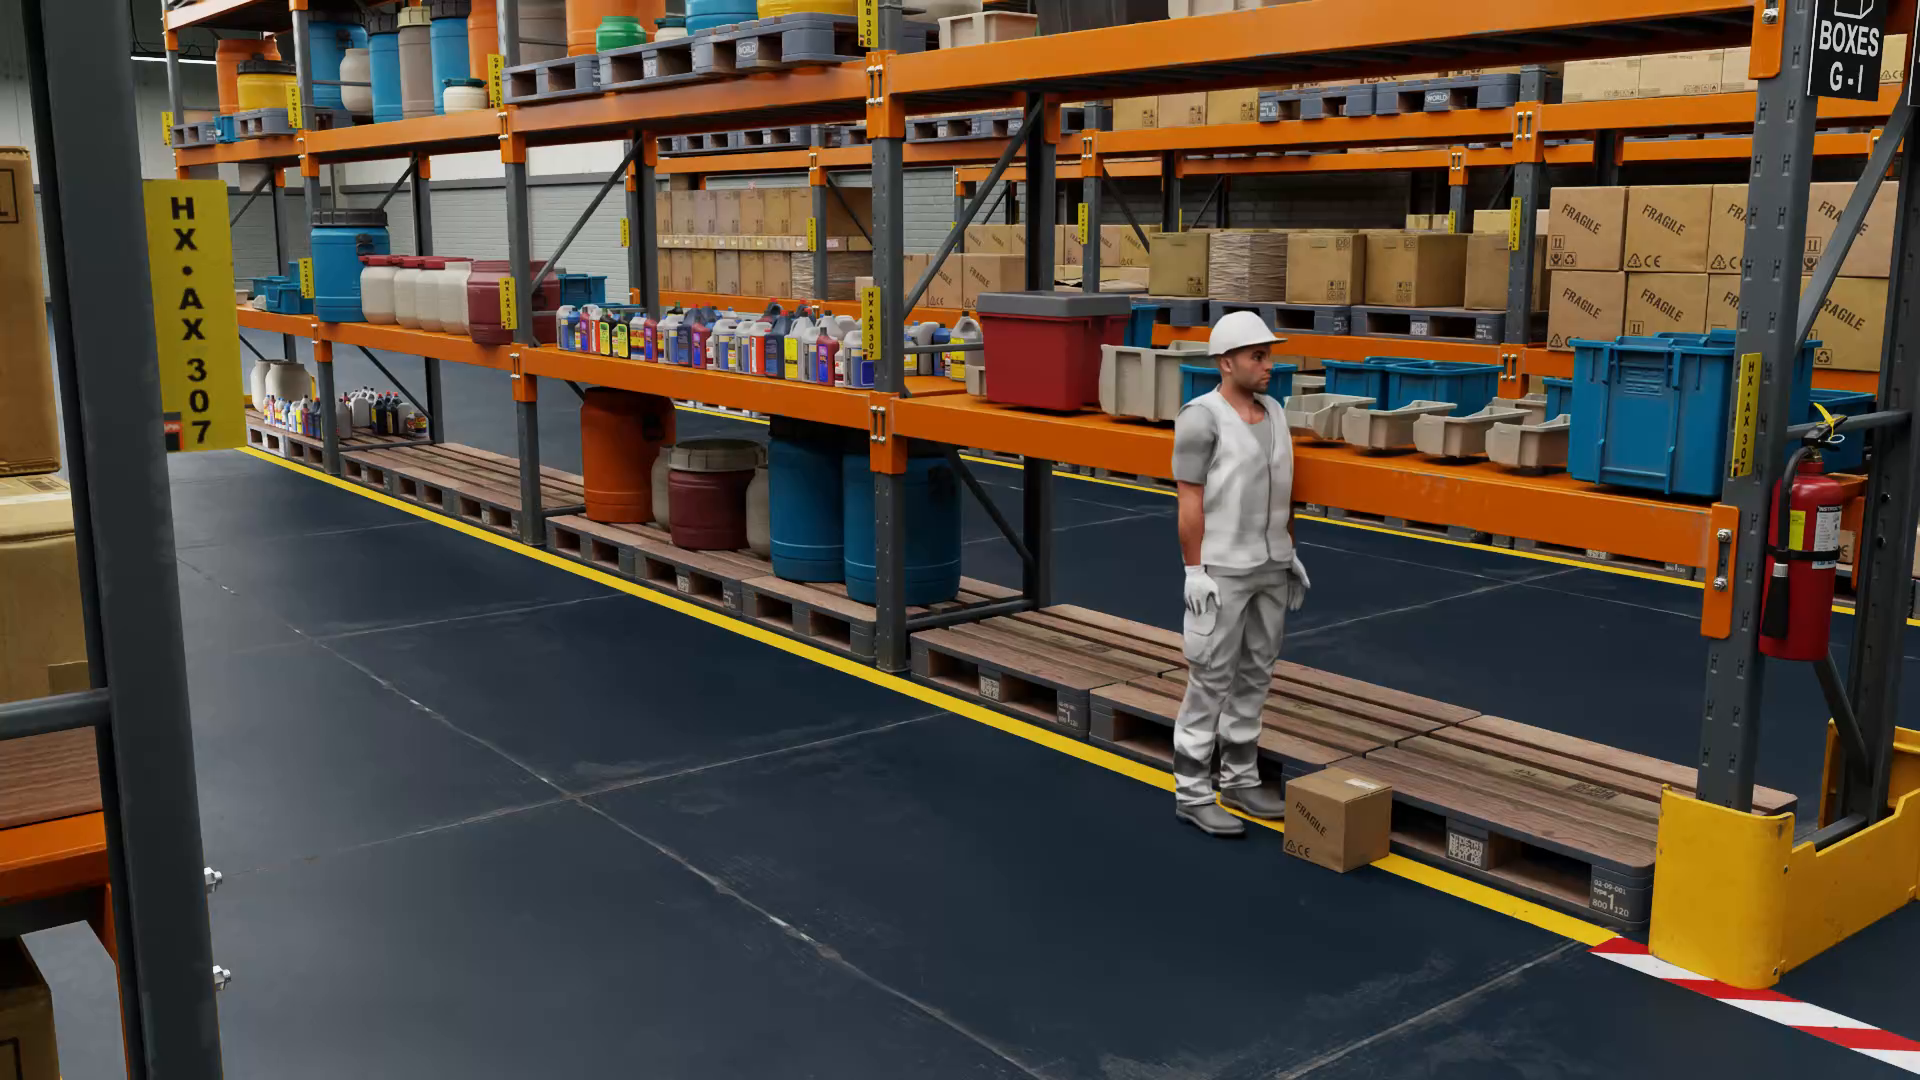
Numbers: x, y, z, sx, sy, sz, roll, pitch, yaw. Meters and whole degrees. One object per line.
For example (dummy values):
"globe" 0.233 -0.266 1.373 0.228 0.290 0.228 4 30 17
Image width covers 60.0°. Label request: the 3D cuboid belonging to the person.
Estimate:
"person" 0.978 0.107 5.787 0.525 1.792 0.355 -8 13 -36
